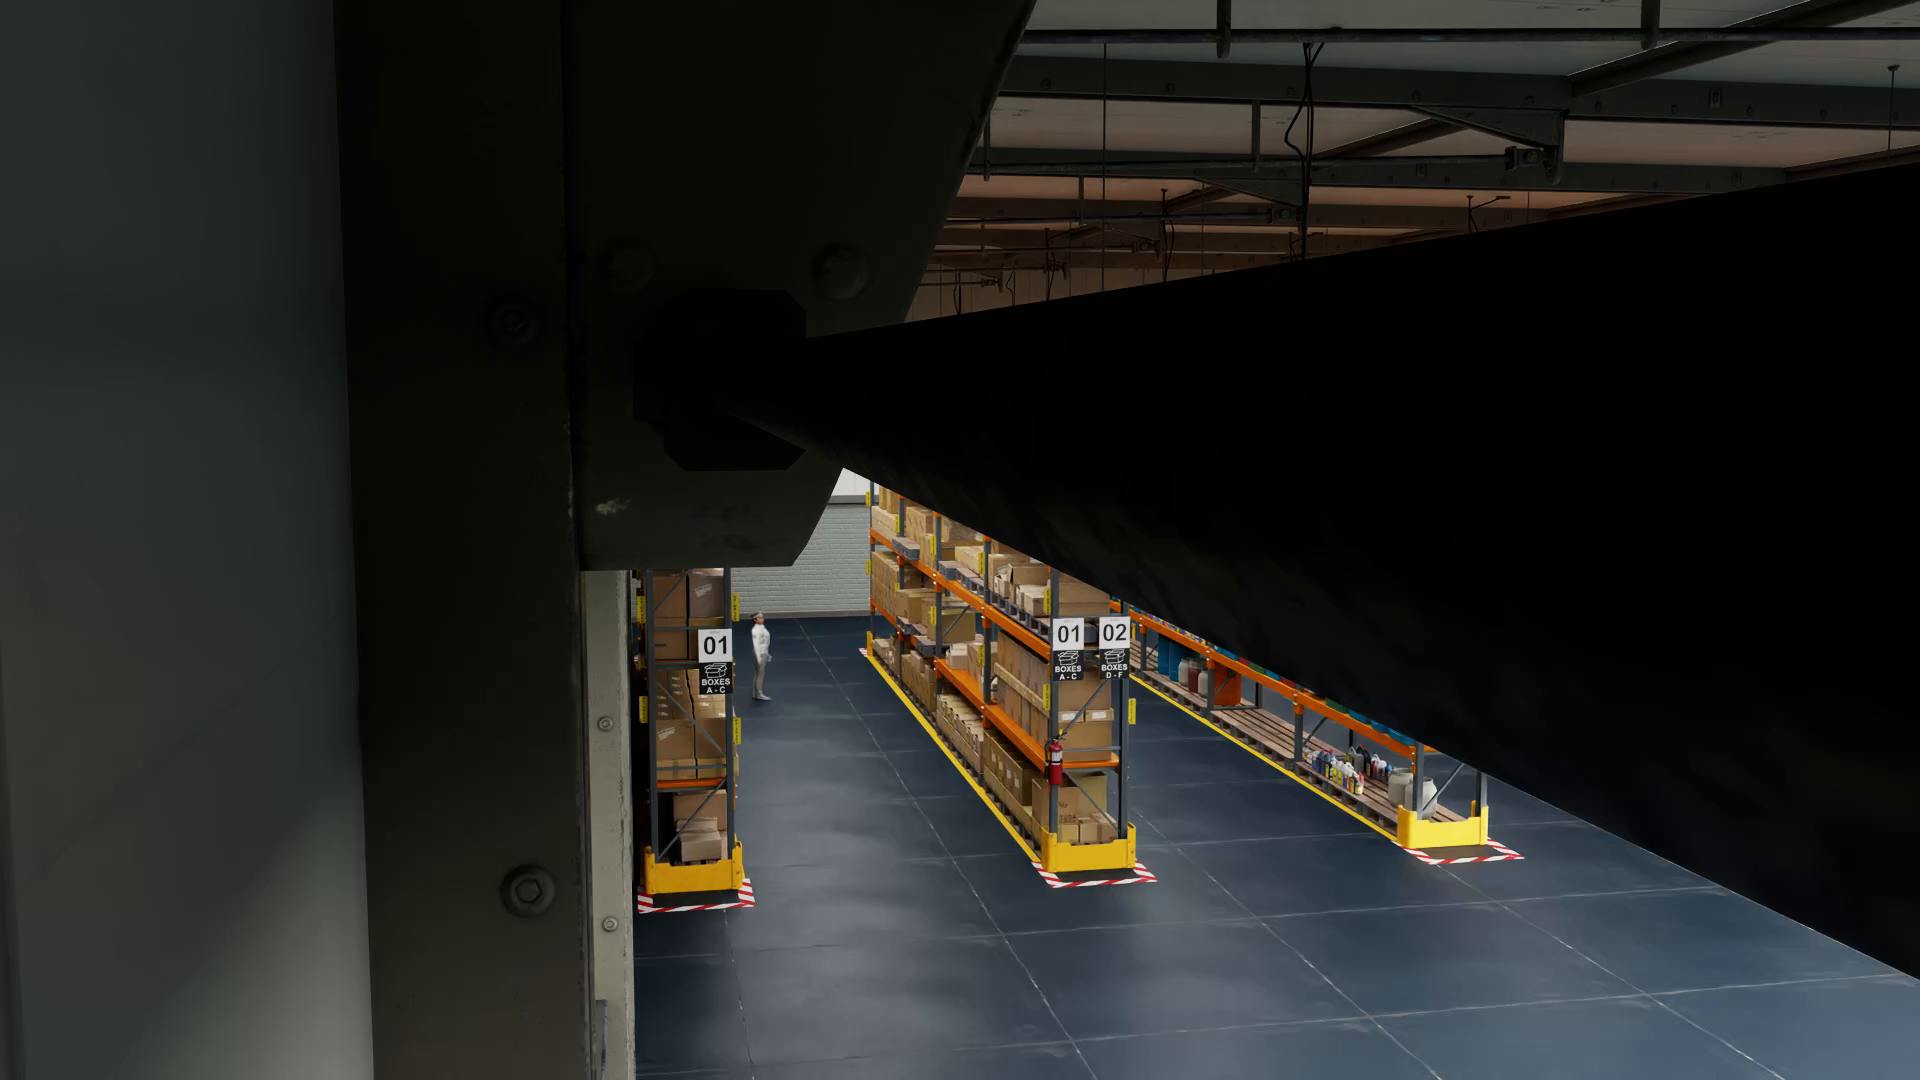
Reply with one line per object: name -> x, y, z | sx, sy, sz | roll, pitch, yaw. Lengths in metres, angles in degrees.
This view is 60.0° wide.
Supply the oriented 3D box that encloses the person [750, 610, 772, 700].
person -> -3.792, 2.181, 31.645 | 0.406, 1.696, 0.514 | 0, 6, 1
